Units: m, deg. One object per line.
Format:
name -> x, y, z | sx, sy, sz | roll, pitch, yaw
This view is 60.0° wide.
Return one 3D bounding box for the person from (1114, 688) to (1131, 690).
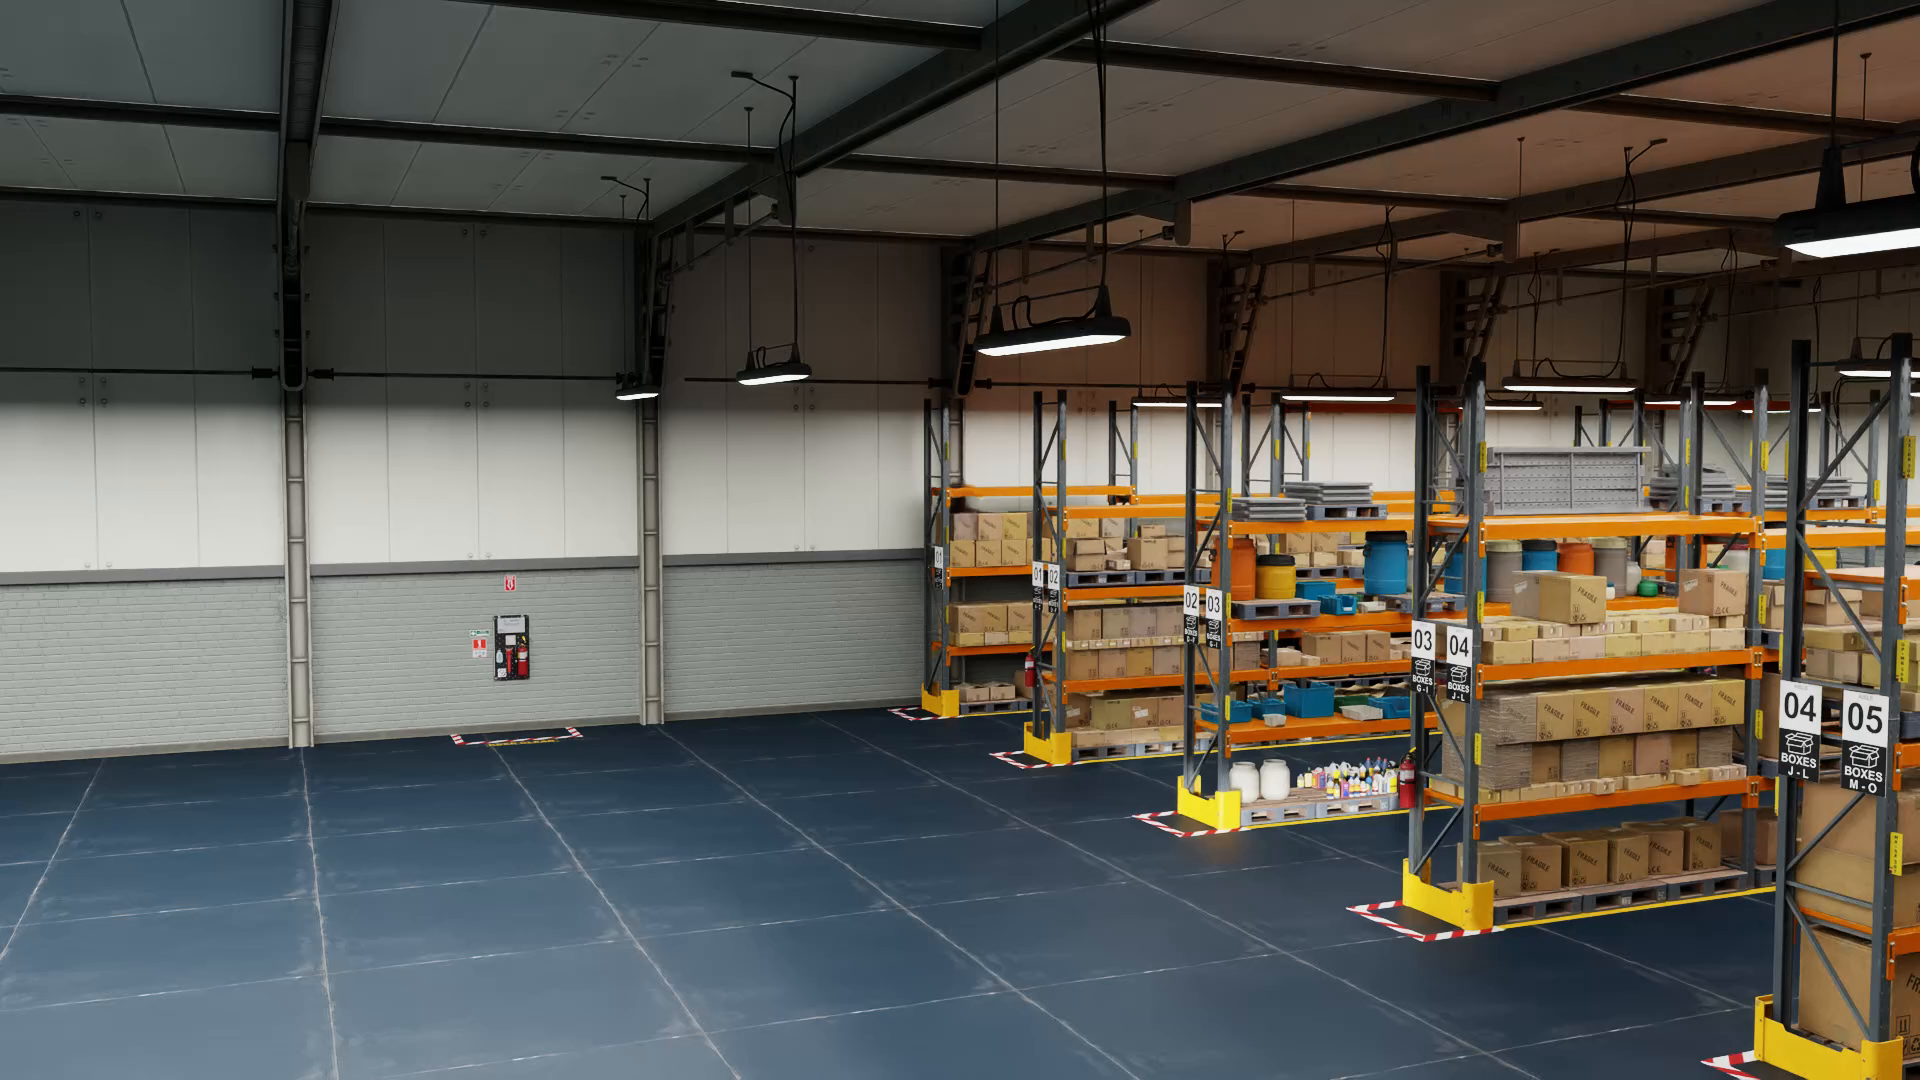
person -> 2.995, 2.532, 29.564 | 0.630, 1.776, 0.382 | -2, 4, -29
